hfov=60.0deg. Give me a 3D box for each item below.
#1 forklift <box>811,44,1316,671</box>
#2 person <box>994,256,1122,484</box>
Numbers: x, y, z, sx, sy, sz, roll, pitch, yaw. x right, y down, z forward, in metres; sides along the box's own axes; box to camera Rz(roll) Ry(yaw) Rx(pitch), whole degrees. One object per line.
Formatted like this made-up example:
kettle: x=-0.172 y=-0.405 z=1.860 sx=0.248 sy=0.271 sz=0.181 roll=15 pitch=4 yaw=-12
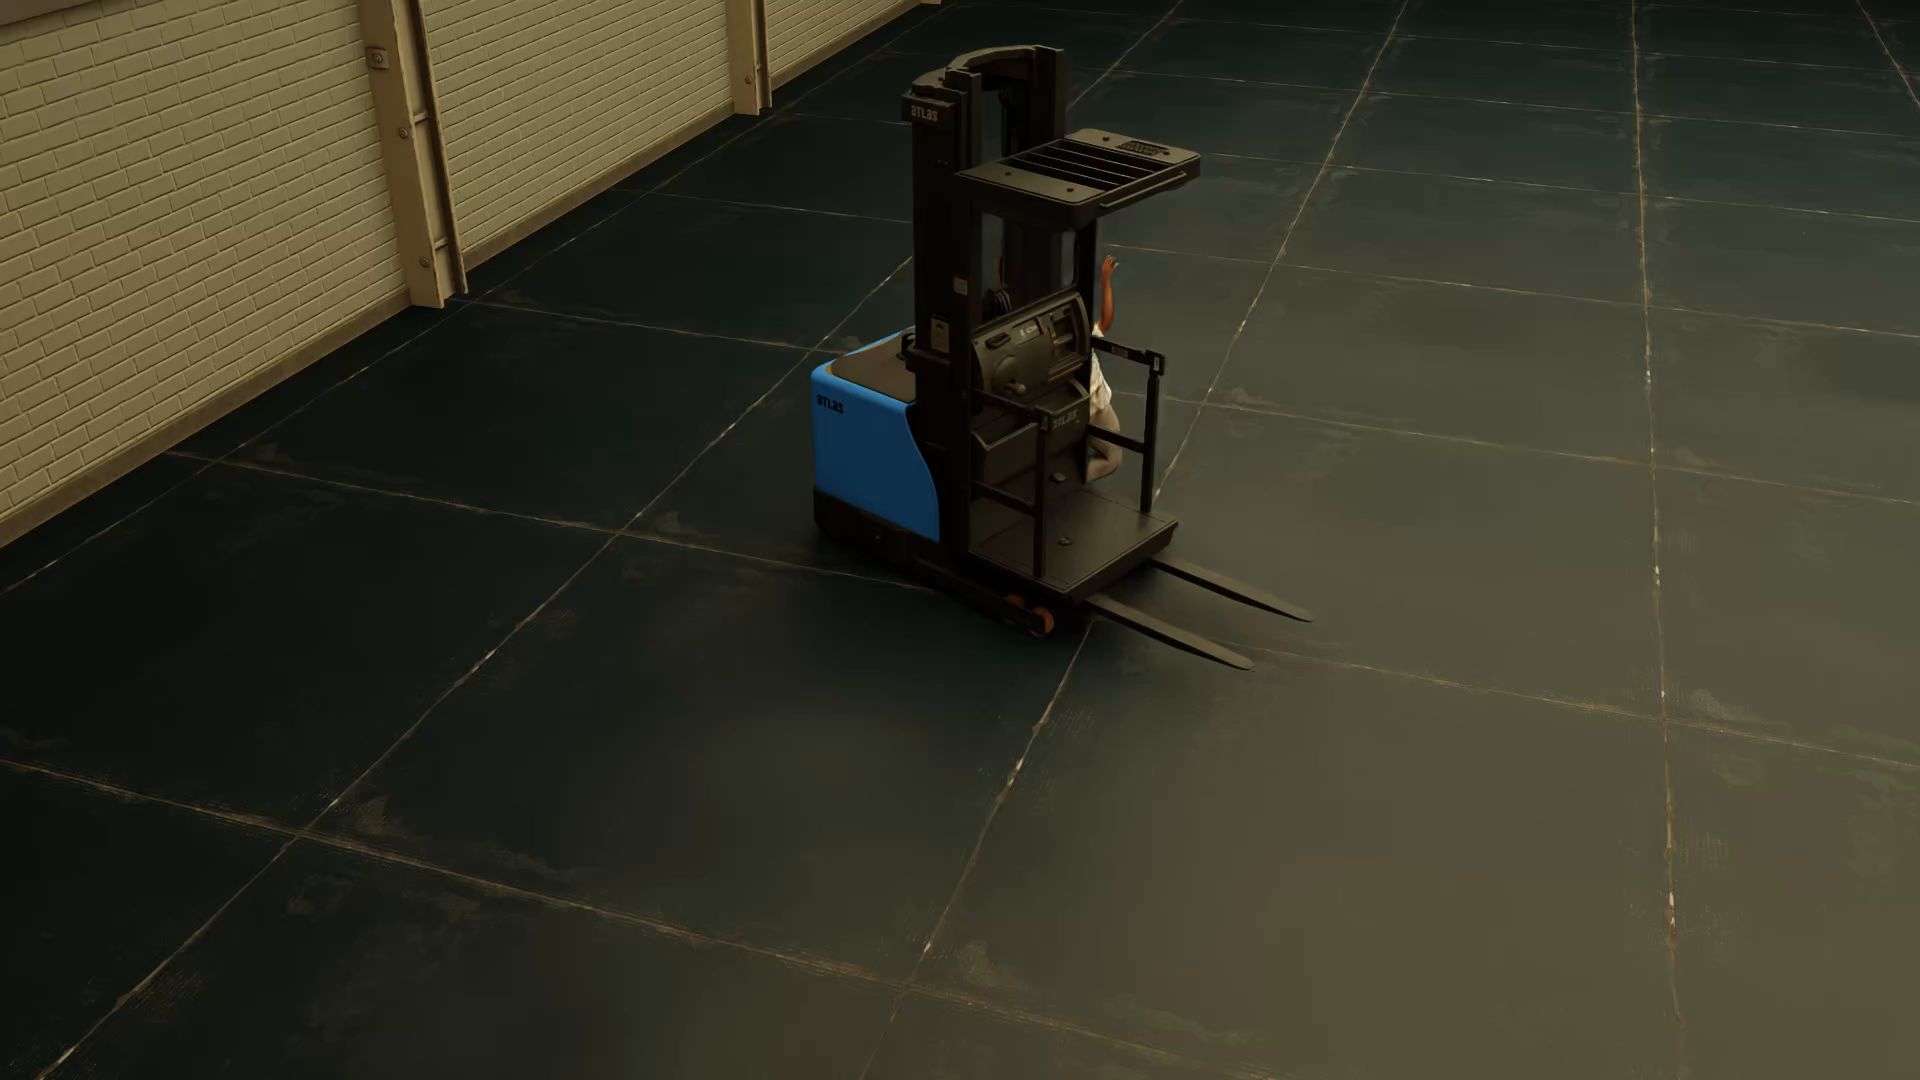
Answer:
forklift: x=0.553 y=-1.034 z=8.950 sx=3.031 sy=2.935 sz=1.130 roll=23 pitch=37 yaw=35
person: x=0.578 y=-1.021 z=10.160 sx=0.820 sy=1.592 sz=0.977 roll=-18 pitch=34 yaw=-28
